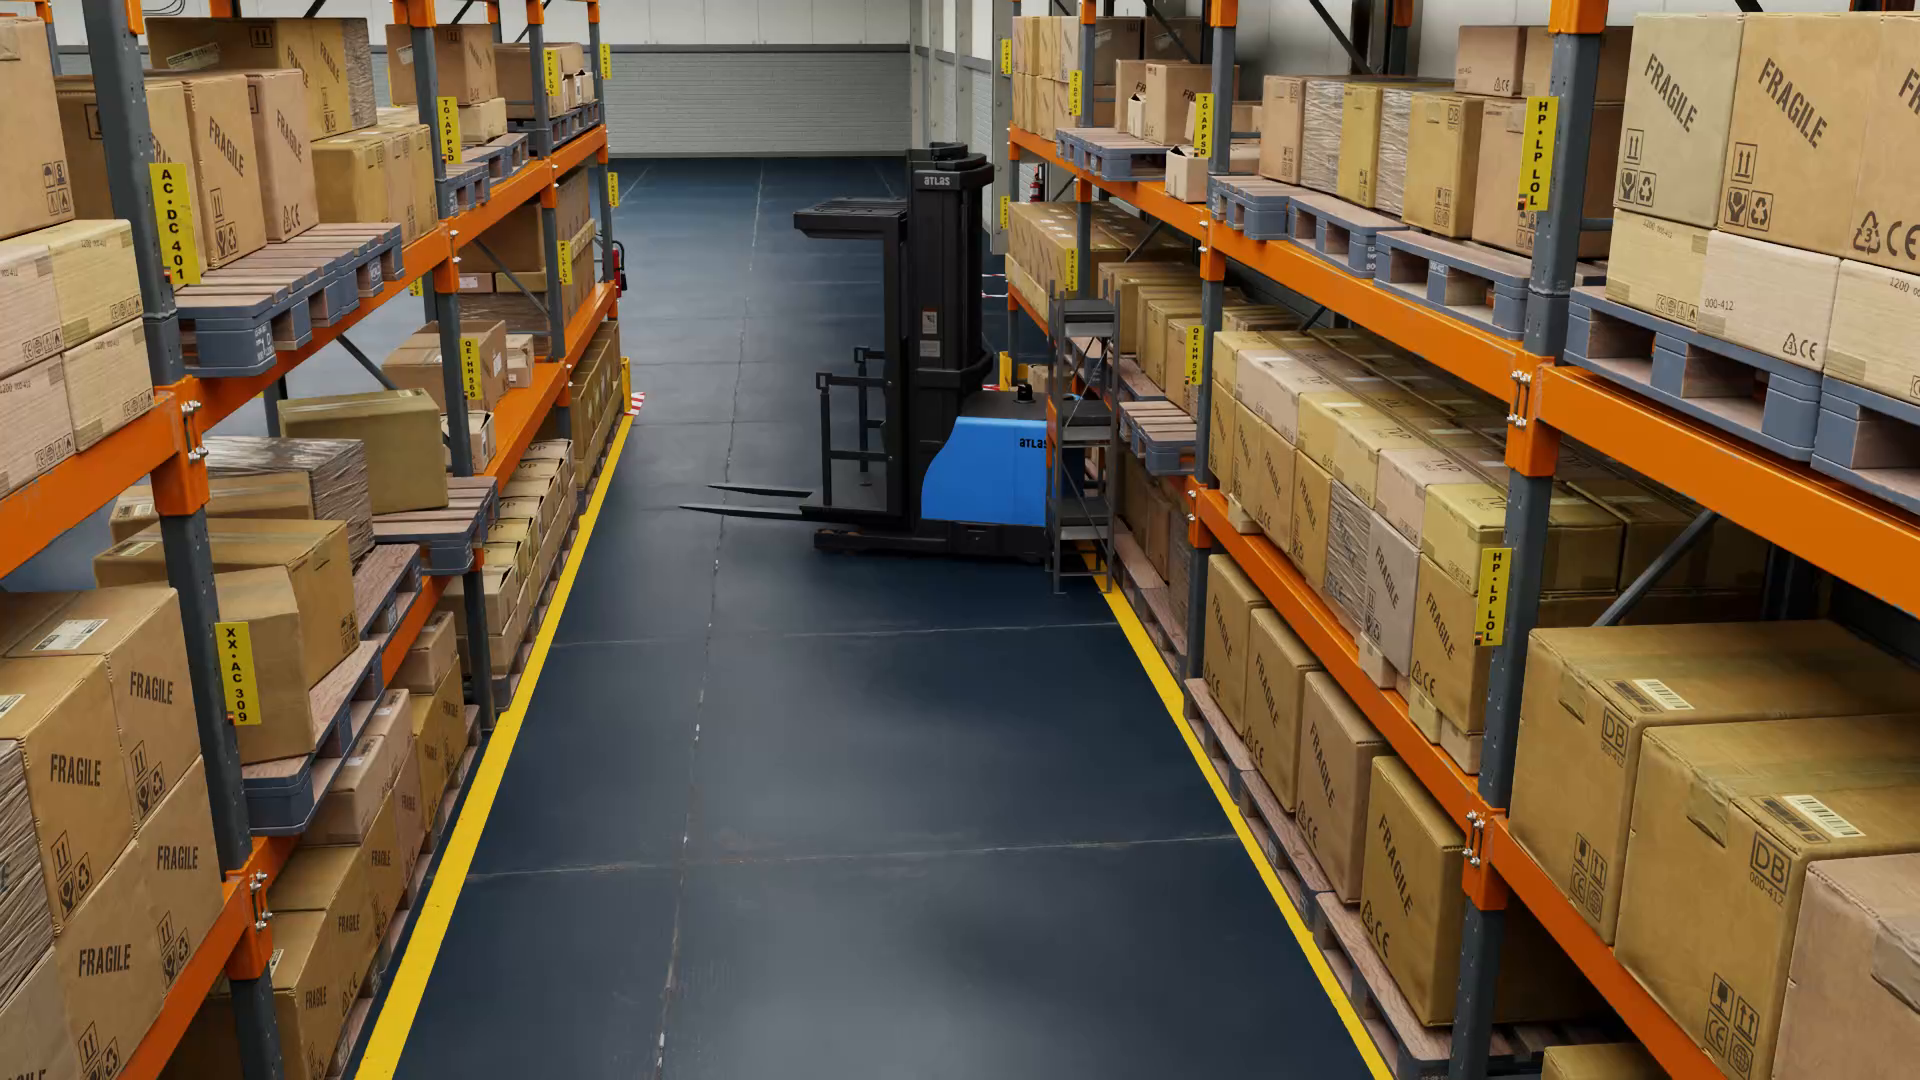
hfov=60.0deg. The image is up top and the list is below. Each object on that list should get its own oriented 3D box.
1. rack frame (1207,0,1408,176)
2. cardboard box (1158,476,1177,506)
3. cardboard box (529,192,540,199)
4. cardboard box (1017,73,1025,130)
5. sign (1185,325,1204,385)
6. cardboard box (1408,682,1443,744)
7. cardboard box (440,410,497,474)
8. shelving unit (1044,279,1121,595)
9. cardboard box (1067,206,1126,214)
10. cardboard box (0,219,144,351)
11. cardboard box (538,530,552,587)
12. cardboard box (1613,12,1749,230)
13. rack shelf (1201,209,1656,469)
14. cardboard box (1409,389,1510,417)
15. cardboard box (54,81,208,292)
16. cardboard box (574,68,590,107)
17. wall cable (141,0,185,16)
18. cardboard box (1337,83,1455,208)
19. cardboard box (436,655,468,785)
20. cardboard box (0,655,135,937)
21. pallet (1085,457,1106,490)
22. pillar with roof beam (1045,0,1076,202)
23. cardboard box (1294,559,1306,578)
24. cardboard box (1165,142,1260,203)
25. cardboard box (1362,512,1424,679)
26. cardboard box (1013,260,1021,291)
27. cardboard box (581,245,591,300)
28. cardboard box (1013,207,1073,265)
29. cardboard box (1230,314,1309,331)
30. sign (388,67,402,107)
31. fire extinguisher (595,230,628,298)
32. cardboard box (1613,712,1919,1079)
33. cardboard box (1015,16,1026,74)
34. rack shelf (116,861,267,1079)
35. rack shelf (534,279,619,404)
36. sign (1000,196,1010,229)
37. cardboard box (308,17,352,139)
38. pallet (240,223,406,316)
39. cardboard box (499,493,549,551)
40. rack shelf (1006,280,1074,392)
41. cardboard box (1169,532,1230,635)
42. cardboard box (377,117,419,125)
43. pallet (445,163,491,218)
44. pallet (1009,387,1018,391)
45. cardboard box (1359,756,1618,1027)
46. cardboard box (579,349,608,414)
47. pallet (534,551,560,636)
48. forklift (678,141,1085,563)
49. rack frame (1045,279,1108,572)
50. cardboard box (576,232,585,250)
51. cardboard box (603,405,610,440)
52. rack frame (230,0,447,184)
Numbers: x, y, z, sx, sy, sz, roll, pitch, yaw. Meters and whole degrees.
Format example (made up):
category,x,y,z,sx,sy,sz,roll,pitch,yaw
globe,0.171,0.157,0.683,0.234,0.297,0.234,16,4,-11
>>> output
category,x,y,z,sx,sy,sz,roll,pitch,yaw
rack frame,1.822,-3.377,8.409,1.000,3.000,0.127,-2,18,-6
cardboard box,1.642,-0.427,11.217,0.500,0.250,0.500,-2,18,-6
cardboard box,-3.622,-2.501,13.303,0.700,0.500,0.500,-2,18,-6
cardboard box,0.803,-4.118,15.577,0.500,0.500,0.500,-1,17,-2
sign,1.284,-1.009,9.084,0.100,0.325,0.005,-2,18,-6
cardboard box,1.869,0.621,6.076,0.380,0.149,0.250,-1,17,-5
cardboard box,-3.004,-0.590,9.698,0.500,0.311,0.500,-2,18,-6
shelving unit,0.830,-0.703,11.409,0.431,2.100,0.503,-1,17,-4
cardboard box,1.300,-2.909,15.902,0.500,0.500,0.500,-2,17,-5
cardboard box,-2.372,-0.630,4.084,0.500,0.250,0.500,-2,18,-6
cardboard box,-3.031,0.129,11.148,0.500,0.250,0.500,-1,17,-5
cardboard box,2.030,-1.067,4.190,0.500,0.500,0.500,-2,18,-6
rack shelf,2.029,-1.006,7.068,1.077,0.370,4.000,-2,18,-6
cardboard box,2.280,-0.485,7.266,0.500,0.250,0.500,-2,18,-7
cardboard box,-2.670,-1.048,4.964,0.600,0.600,0.600,-3,18,-11
cardboard box,-3.491,-3.899,14.294,0.500,0.311,0.500,0,17,1
wall cable,-22.040,-16.373,44.128,2.305,6.003,0.169,-2,18,-6
cardboard box,2.081,-1.739,7.299,0.700,0.500,0.500,-1,17,-3
cardboard box,-2.774,0.894,8.261,0.500,0.500,0.500,-1,17,-3
cardboard box,-2.327,0.602,3.915,0.500,0.500,0.500,-2,18,-7
pallet,1.305,-0.575,14.155,1.003,0.211,1.213,-2,18,-6
pillar with roof beam,-2.971,-7.233,20.692,9.100,9.000,0.400,-2,18,-6
cardboard box,1.787,0.084,7.789,0.380,0.149,0.250,-2,17,-5
cardboard box,1.480,-2.119,9.525,0.500,0.311,0.500,-2,18,-6
cardboard box,1.874,0.197,6.345,0.500,0.500,0.500,-2,18,-5
cardboard box,0.800,-2.526,15.933,0.500,0.250,0.500,-2,18,-7
cardboard box,-3.835,-2.496,15.451,0.700,0.500,0.500,-1,17,-4
cardboard box,0.789,-2.895,15.854,0.500,0.500,0.500,-2,18,-5
cardboard box,1.757,-1.183,9.454,0.380,0.149,0.250,-4,18,-13
sign,-4.069,-3.250,12.018,0.100,0.325,0.005,-2,18,-6
fire extinguisher,-3.480,-2.756,16.578,0.296,0.674,0.183,-2,18,-6
cardboard box,2.345,0.914,4.257,0.980,0.700,0.700,-2,18,-7
cardboard box,0.797,-4.590,15.412,0.500,0.500,0.500,-2,18,-6
rack shelf,-2.486,1.771,3.230,1.077,0.370,4.000,-2,18,-6
rack shelf,-3.723,-1.805,14.618,1.077,0.370,4.000,-2,18,-6
sign,0.458,-3.294,16.716,0.100,0.325,0.005,-2,18,-6
cardboard box,-3.013,-2.034,7.304,0.500,0.500,0.500,-2,18,-6
pallet,-2.799,-1.015,6.209,1.213,0.211,1.003,-2,18,-6
cardboard box,-3.033,-0.143,11.077,0.500,0.311,0.500,-2,18,-6
rack shelf,1.204,-1.959,15.109,1.077,0.370,4.000,-2,18,-6
cardboard box,1.696,0.255,10.294,0.700,0.500,0.500,-2,17,-5
cardboard box,-3.279,-2.209,9.248,0.500,0.250,0.500,-1,17,-4
pallet,-3.263,-1.901,9.031,1.213,0.211,1.003,-1,17,-3
pallet,1.054,-1.302,16.471,1.003,0.211,1.213,-2,18,-6
cardboard box,2.039,1.313,6.375,0.750,0.750,0.750,-2,17,-5
cardboard box,-3.410,-1.393,14.743,0.500,0.500,0.500,-2,18,-6
pallet,-3.273,0.361,11.174,1.003,0.211,1.213,-2,18,-6
forklift,-0.612,-1.440,12.370,3.031,2.935,1.130,4,18,12
rack frame,0.811,-0.775,11.641,0.400,2.100,0.015,-1,17,-4
cardboard box,-3.594,-2.686,14.974,0.380,0.149,0.250,-1,17,-4
cardboard box,-3.414,-1.035,14.855,0.500,0.250,0.500,-2,18,-6
rack frame,-3.104,-3.222,7.918,1.000,3.000,0.127,-2,18,-6
